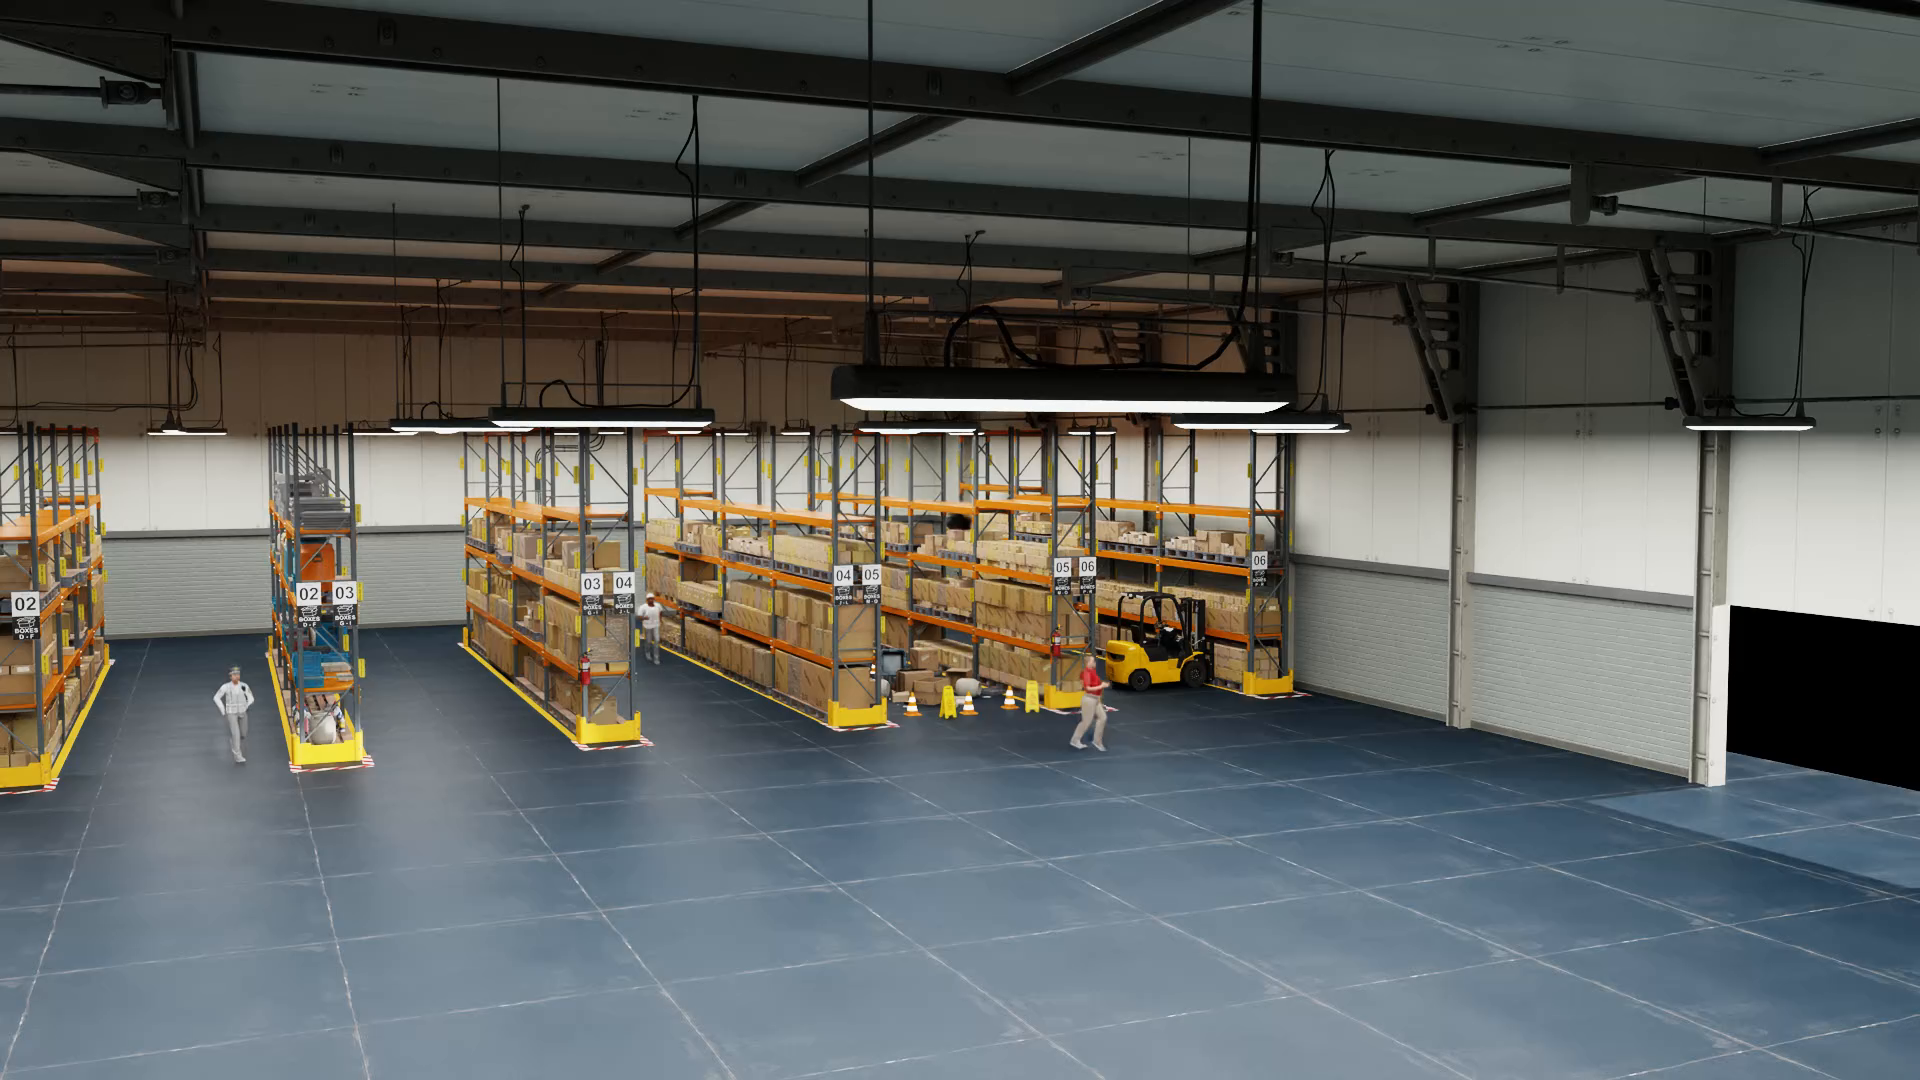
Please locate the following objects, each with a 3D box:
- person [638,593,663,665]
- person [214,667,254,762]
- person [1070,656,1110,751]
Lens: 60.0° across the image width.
[{"bbox_3d":[-7.874,2.252,42.351,0.681,1.824,0.830,-1,4,-20],"label":"person"},{"bbox_3d":[-12.868,3.075,29.518,0.639,1.667,0.792,-3,5,-41],"label":"person"},{"bbox_3d":[2.394,3.011,30.422,0.754,1.795,0.640,1,4,18],"label":"person"}]
